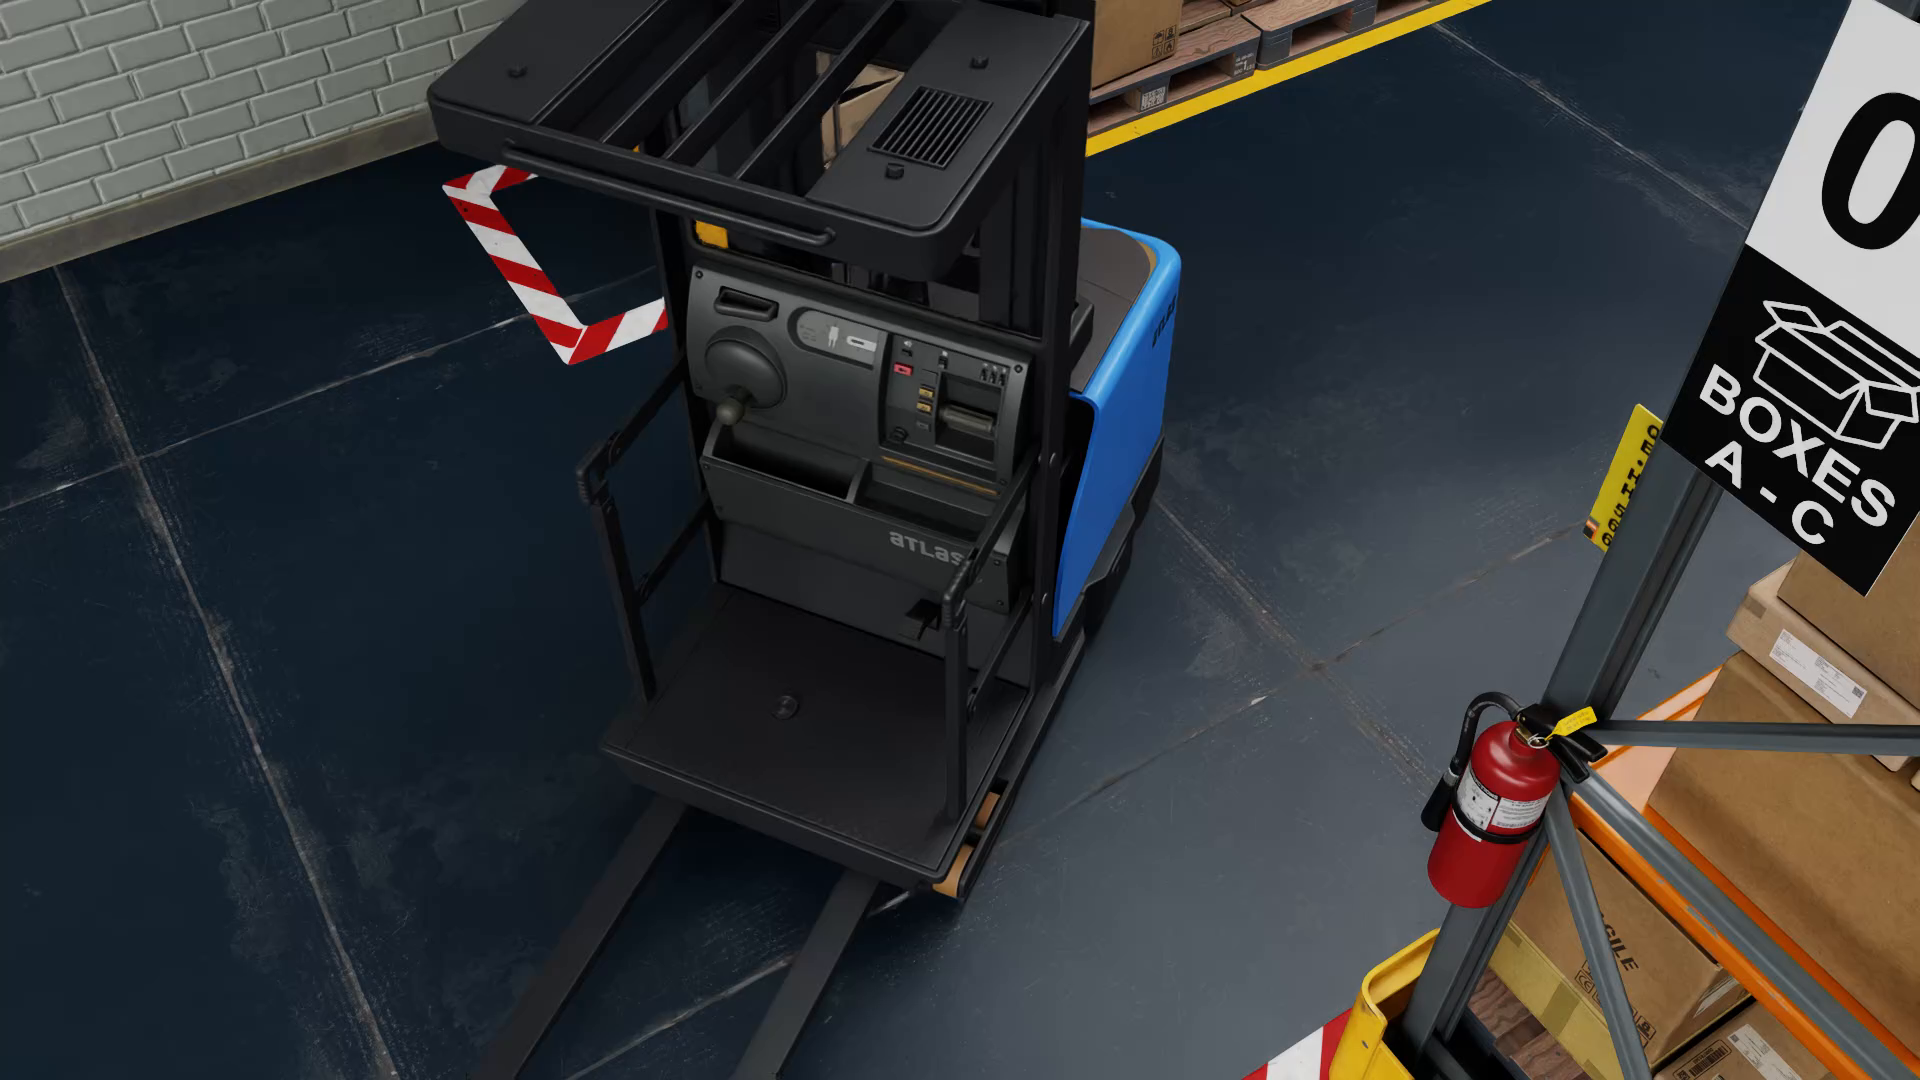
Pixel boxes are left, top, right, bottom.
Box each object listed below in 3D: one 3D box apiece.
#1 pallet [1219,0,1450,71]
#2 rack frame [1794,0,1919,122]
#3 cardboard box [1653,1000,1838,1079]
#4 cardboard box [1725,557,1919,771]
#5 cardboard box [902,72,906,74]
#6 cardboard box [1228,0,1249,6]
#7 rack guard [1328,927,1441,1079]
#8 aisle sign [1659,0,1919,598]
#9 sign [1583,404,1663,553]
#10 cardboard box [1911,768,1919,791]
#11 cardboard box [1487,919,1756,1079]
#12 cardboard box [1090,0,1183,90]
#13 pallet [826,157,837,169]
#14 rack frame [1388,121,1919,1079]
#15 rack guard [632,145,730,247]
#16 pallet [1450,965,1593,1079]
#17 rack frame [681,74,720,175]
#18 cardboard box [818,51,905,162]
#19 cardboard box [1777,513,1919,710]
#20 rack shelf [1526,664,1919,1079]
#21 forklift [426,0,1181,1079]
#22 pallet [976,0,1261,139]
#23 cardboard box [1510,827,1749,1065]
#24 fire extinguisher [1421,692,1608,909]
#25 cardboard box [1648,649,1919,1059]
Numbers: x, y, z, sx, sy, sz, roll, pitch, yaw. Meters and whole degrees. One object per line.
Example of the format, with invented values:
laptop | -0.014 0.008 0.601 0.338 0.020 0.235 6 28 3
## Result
pallet | 1.630 -2.782 8.086 1.213 0.211 1.003 -25 53 -21
rack frame | 1.443 -1.273 0.858 0.127 3.000 1.000 -25 53 -21
cardboard box | 2.015 1.424 4.034 0.500 0.250 0.500 -25 53 -21
cardboard box | 1.664 0.200 3.062 0.250 0.149 0.380 -26 53 -21
cardboard box | -0.088 -2.103 7.120 0.500 0.311 0.500 -21 52 -18
cardboard box | 1.323 -2.875 7.681 0.500 0.500 0.500 -29 54 -23
rack guard | 1.422 1.563 4.023 0.348 0.500 1.175 -25 53 -21
aisle sign | 1.230 -0.302 2.269 0.004 0.787 0.394 -25 53 -21
sign | 1.165 -0.090 2.888 0.005 0.325 0.100 -25 53 -21
cardboard box | 1.889 0.453 2.837 0.250 0.149 0.380 -26 53 -21
cardboard box | 1.739 1.096 4.325 0.500 0.250 0.500 -25 53 -21
cardboard box | 0.559 -2.427 7.282 0.500 0.500 0.700 -28 54 -23
pallet | -0.433 -1.810 7.220 1.213 0.211 1.003 -25 53 -21
rack frame | 1.443 0.722 3.098 0.127 3.000 1.000 -25 53 -21
rack guard | -1.139 -1.604 6.844 0.348 0.500 1.175 -25 53 -21
pallet | 2.067 1.318 4.435 1.213 0.211 1.003 -25 53 -21
rack frame | -1.204 -2.405 5.883 0.127 3.000 1.000 -25 53 -21
cardboard box | -0.571 -1.876 6.918 0.500 0.311 0.500 -31 55 -25
cardboard box | 1.889 0.058 2.754 0.500 0.500 0.700 -25 53 -21
rack shelf | 3.134 0.164 4.077 4.000 0.370 1.077 -25 53 -21
forklift | -0.355 -0.313 4.066 1.130 2.935 3.031 18 51 15
pallet | 0.597 -2.293 7.650 1.213 0.211 1.003 -25 53 -21
cardboard box | 1.737 0.846 4.046 0.500 0.500 0.500 -25 53 -21
fire extinguisher | 1.095 0.501 3.347 0.183 0.674 0.296 -25 53 -21
cardboard box | 1.844 0.511 3.220 0.500 0.500 0.700 -25 53 -21
